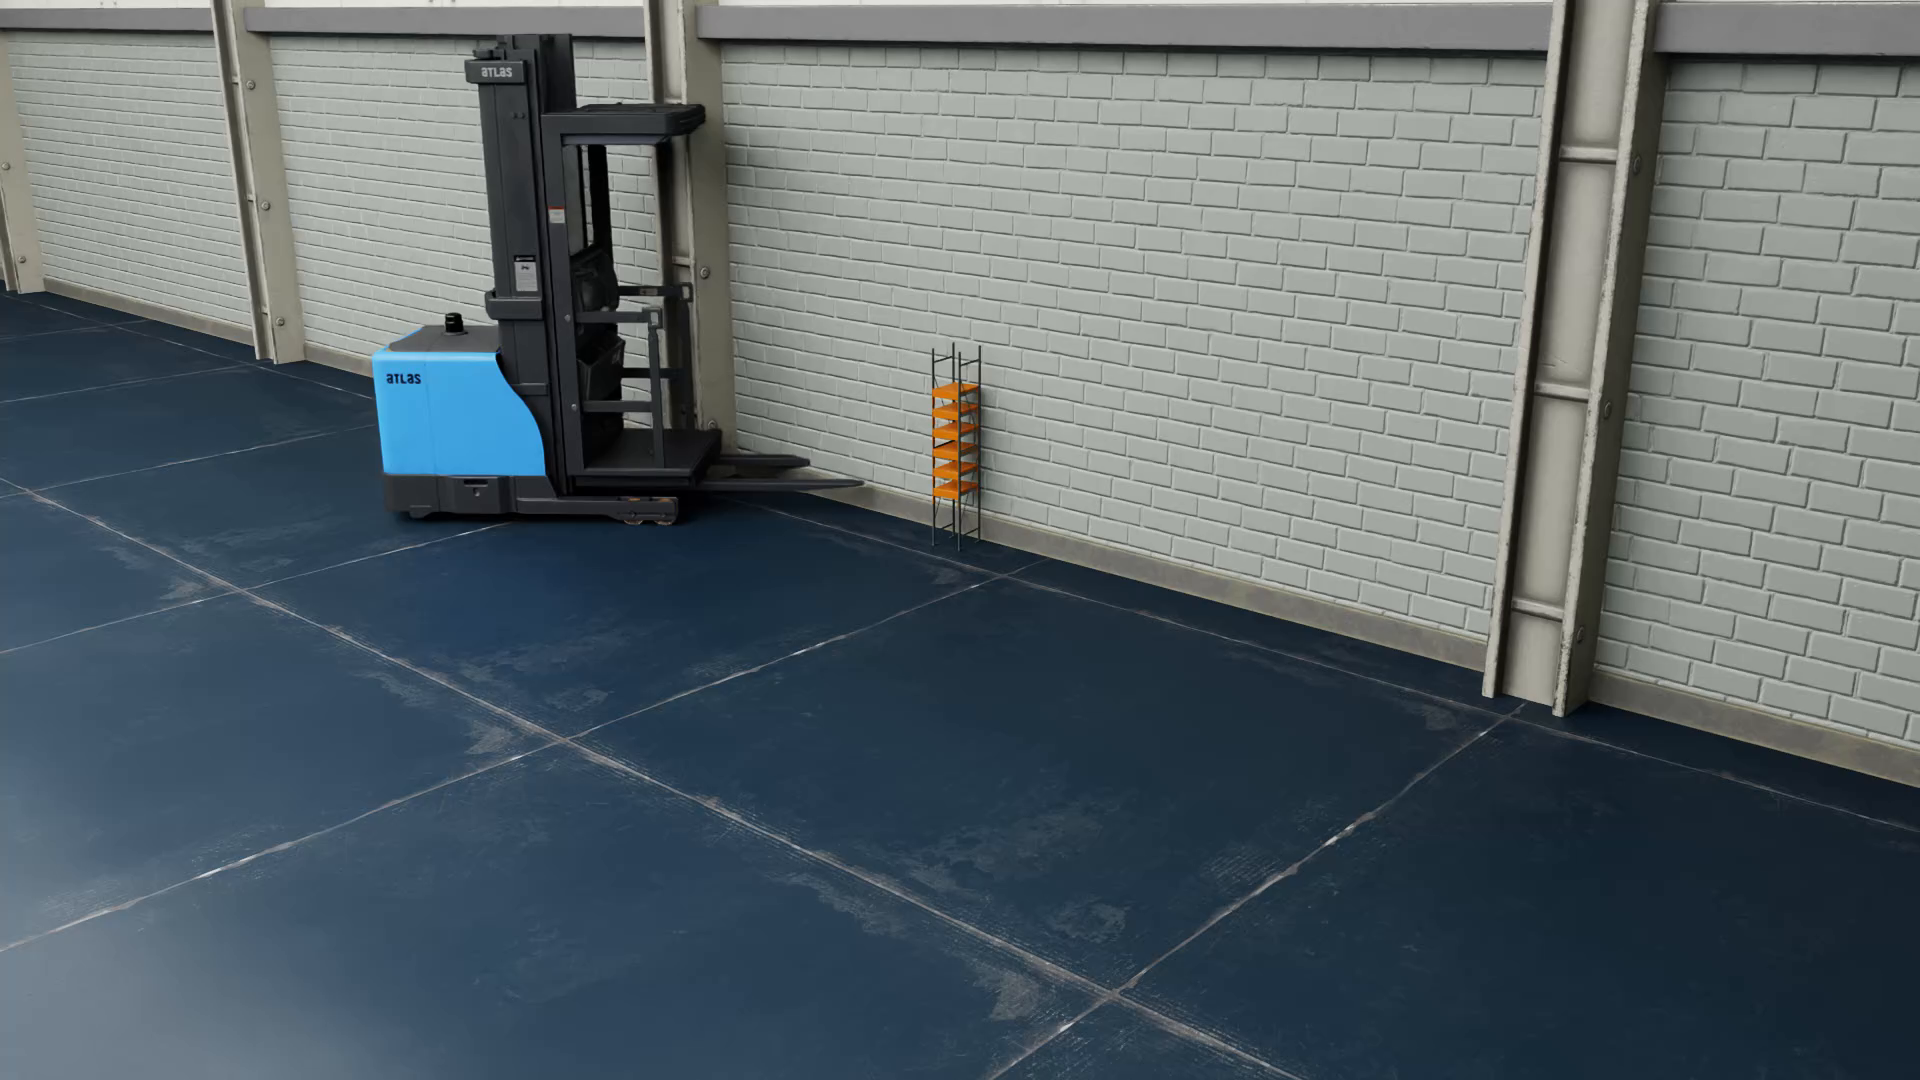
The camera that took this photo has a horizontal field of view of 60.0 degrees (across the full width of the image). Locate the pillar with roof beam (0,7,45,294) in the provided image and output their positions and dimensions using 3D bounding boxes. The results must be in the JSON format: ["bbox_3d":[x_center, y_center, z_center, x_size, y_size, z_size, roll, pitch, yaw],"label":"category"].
[{"bbox_3d":[-13.620,-6.196,14.758,0.400,9.000,9.100,15,23,39],"label":"pillar with roof beam"}]

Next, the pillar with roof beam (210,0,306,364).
[{"bbox_3d":[-9.132,-4.991,10.962,0.400,9.000,9.100,15,23,39],"label":"pillar with roof beam"}]

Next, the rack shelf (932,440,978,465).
[{"bbox_3d":[-0.020,-0.510,9.880,0.180,0.103,0.258,11,20,31],"label":"rack shelf"}]

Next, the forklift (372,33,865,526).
[{"bbox_3d":[-2.107,-1.651,10.469,3.031,2.935,1.130,1,18,2],"label":"forklift"}]

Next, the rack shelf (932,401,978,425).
[{"bbox_3d":[-0.020,-0.739,9.808,0.180,0.103,0.258,11,20,31],"label":"rack shelf"}]

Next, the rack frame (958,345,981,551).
[{"bbox_3d":[0.057,-0.538,9.820,0.006,1.200,0.240,11,20,31],"label":"rack frame"}]

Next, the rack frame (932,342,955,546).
[{"bbox_3d":[-0.097,-0.567,9.914,0.006,1.200,0.240,11,20,31],"label":"rack frame"}]

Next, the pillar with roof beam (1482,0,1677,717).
[{"bbox_3d":[-0.157,-2.582,3.370,0.400,9.000,9.100,15,23,39],"label":"pillar with roof beam"}]

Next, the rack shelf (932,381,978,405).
[{"bbox_3d":[-0.020,-0.853,9.772,0.180,0.103,0.258,11,20,31],"label":"rack shelf"}]

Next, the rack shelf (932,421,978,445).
[{"bbox_3d":[-0.020,-0.624,9.844,0.180,0.103,0.258,11,20,31],"label":"rack shelf"}]

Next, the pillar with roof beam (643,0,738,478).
[{"bbox_3d":[-4.644,-3.786,7.166,0.400,9.000,9.100,15,23,39],"label":"pillar with roof beam"}]

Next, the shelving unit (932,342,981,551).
[{"bbox_3d":[-0.020,-0.552,9.867,0.189,1.200,0.258,11,20,31],"label":"shelving unit"}]

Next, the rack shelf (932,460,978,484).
[{"bbox_3d":[-0.020,-0.395,9.916,0.180,0.103,0.258,11,20,31],"label":"rack shelf"}]

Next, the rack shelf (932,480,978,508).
[{"bbox_3d":[-0.020,-0.281,9.952,0.180,0.103,0.258,11,20,31],"label":"rack shelf"}]
